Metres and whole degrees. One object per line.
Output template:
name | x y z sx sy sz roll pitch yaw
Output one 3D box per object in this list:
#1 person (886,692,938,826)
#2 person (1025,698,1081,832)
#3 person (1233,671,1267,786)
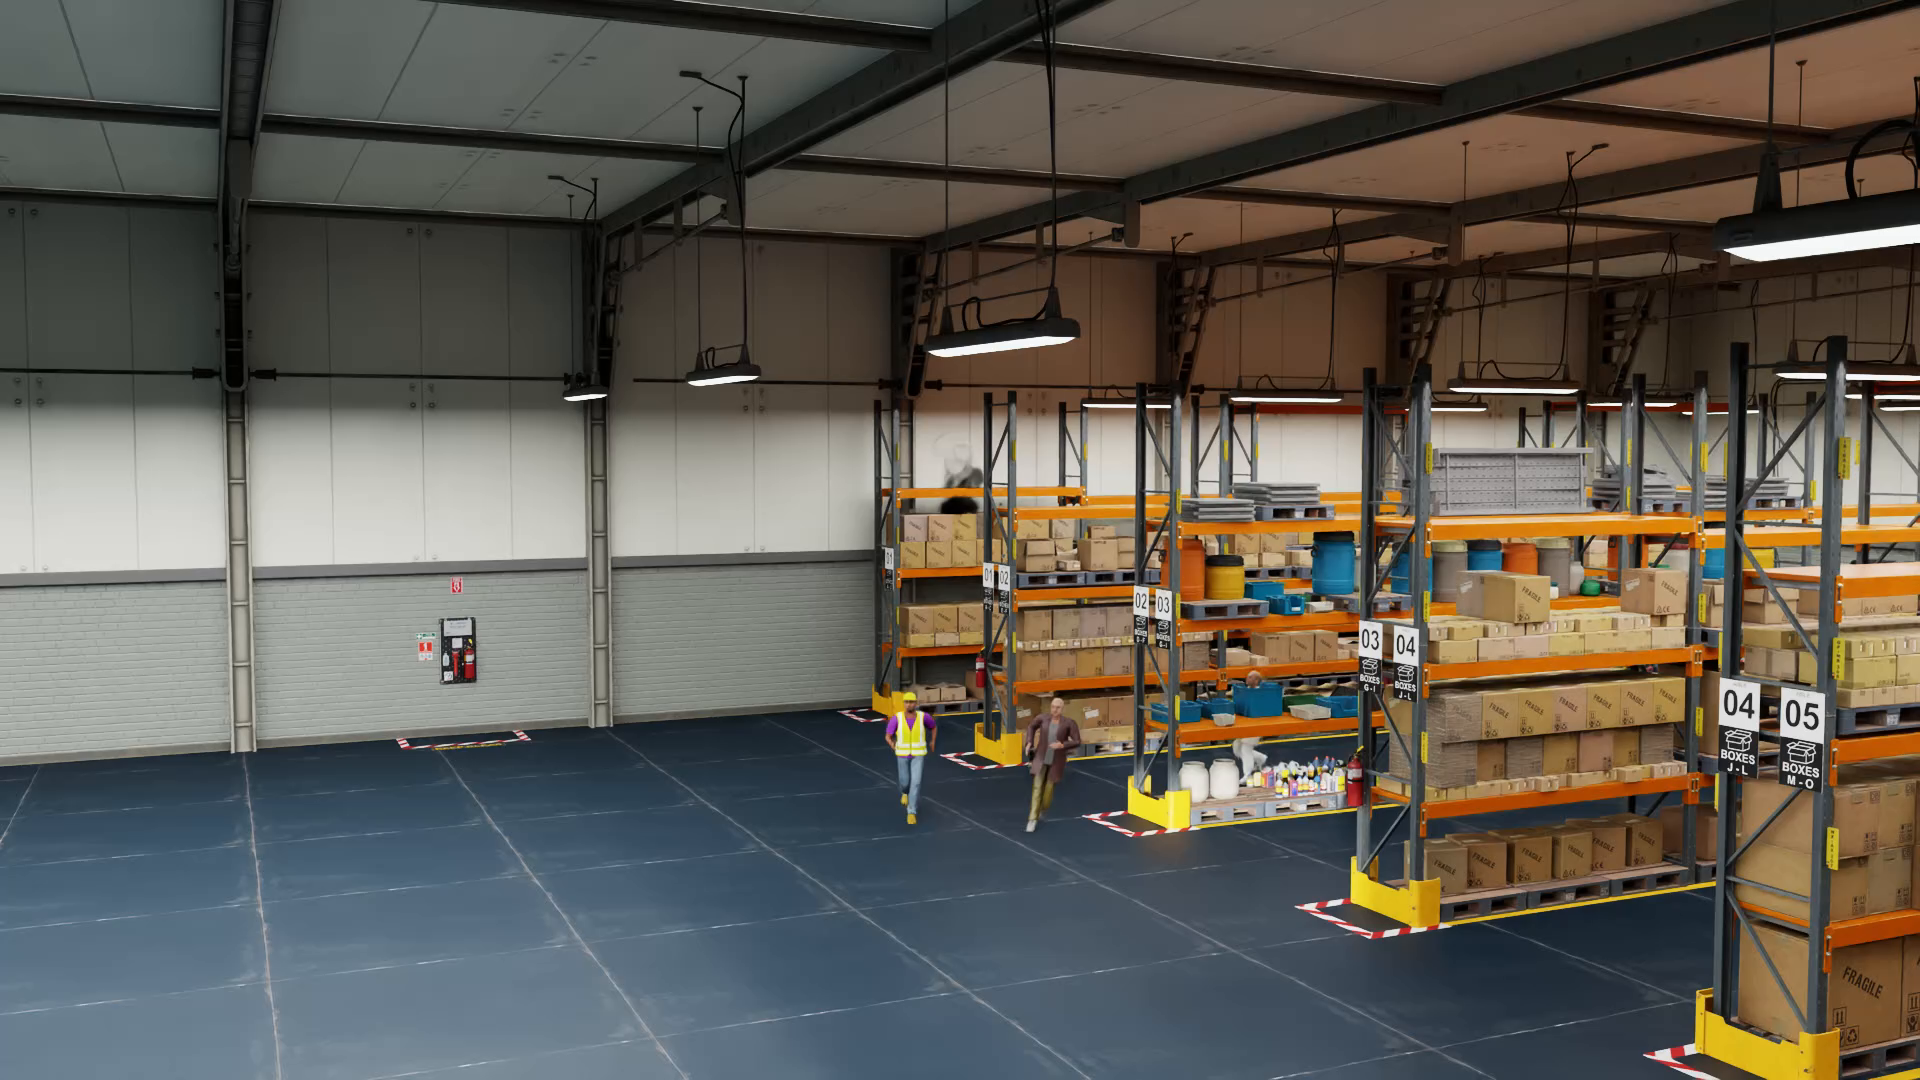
person | -0.666 2.969 22.899 0.712 1.754 0.932 0 3 1
person | 1.252 2.985 22.368 0.759 1.748 0.939 1 3 11
person | 4.425 2.832 25.131 0.671 1.731 0.729 -2 4 -29
